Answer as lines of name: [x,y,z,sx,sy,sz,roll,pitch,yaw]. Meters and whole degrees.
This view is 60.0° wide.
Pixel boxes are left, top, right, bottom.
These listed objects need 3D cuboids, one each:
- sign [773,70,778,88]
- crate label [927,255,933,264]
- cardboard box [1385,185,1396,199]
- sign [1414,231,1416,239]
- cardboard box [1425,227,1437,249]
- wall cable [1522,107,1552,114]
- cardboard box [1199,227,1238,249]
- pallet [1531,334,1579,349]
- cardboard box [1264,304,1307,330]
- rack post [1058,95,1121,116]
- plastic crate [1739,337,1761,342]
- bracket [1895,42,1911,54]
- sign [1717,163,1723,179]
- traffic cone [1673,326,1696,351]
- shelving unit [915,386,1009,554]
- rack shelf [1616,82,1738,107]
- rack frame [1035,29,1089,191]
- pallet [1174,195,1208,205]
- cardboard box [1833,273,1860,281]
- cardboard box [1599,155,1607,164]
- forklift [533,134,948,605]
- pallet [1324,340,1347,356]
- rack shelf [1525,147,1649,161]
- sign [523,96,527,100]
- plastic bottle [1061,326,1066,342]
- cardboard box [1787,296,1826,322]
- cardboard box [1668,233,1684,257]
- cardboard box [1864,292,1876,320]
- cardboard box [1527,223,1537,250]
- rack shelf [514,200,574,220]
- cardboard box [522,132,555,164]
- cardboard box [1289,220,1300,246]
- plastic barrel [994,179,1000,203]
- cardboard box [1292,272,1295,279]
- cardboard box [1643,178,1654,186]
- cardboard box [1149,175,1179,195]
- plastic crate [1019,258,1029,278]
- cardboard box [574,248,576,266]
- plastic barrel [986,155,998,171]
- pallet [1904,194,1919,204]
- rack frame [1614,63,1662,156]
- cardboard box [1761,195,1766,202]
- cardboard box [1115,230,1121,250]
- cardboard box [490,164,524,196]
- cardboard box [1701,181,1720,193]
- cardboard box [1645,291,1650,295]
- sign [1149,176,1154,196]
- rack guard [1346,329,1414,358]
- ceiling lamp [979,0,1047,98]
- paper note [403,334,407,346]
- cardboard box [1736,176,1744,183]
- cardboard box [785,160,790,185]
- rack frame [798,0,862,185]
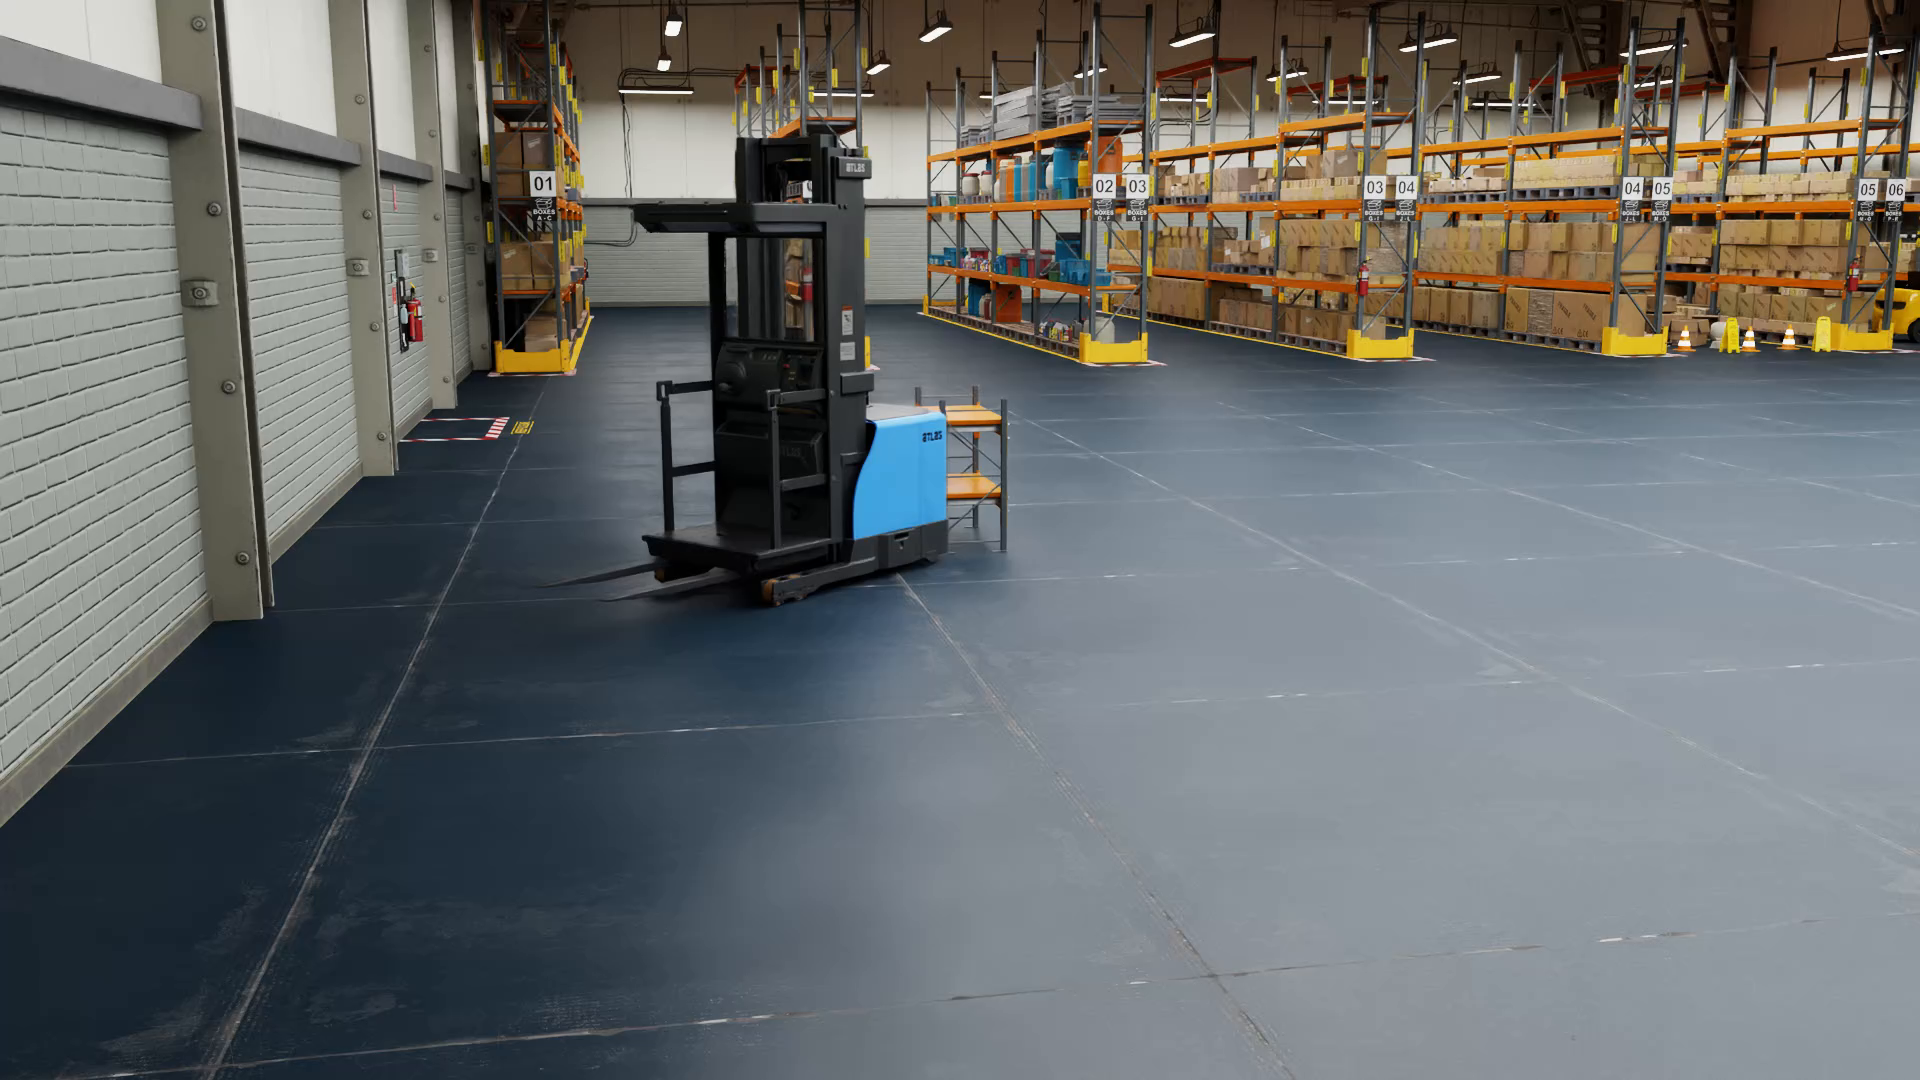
sign: [-3.425,-8.564,30.913,0.100,0.325,0.005,-2,11,-11]
crate label: [-0.645,-7.411,43.899,0.416,0.233,0.303,-2,11,-11]
cardboard box: [7.760,-6.264,29.965,0.500,0.250,0.500,-2,11,-9]
sign: [10.399,-6.904,38.064,0.100,0.325,0.005,-2,11,-11]
cardboard box: [11.007,-6.853,37.740,0.700,0.500,0.500,-2,11,-11]
wall cable: [19.236,-15.004,52.584,2.988,3.039,0.133,-2,11,-11]
cardboard box: [5.918,-6.911,38.032,0.797,0.503,0.637,-2,11,-9]
pallet: [12.019,-3.926,32.758,1.003,0.211,1.213,-2,11,-11]
cardboard box: [6.724,-4.602,34.361,0.700,0.500,0.500,-3,11,-15]
rack post: [2.335,-7.851,30.079,0.937,0.300,0.954,-2,11,-12]
plastic crate: [16.044,-4.109,34.070,0.402,0.080,0.583,-6,13,-31]
bracket: [21.504,-11.196,37.823,0.235,0.232,0.430,-2,11,-11]
sign: [16.000,-7.761,34.991,0.100,0.325,0.005,-2,11,-11]
traffic cone: [13.775,-3.831,31.589,0.336,0.463,0.334,-2,11,-11]
shelving unit: [-0.001,-0.554,12.598,0.538,1.125,1.048,-2,11,-11]
rack shelf: [19.466,-12.102,45.250,1.077,0.370,4.000,-2,11,-11]
rack frame: [1.964,-8.267,32.065,1.000,3.000,0.127,-2,11,-11]
pallet: [5.647,-7.936,38.852,1.003,0.211,1.213,-2,11,-8]
cardboard box: [17.039,-5.065,31.955,0.380,0.149,0.250,-2,11,-9]
cardboard box: [12.040,-7.021,30.689,0.380,0.149,0.250,-2,11,-11]
forklift: [-1.388,-1.129,10.791,1.130,2.935,3.031,8,14,37]
pallet: [7.462,-3.561,30.842,1.003,0.211,1.213,-2,11,-11]
rack shelf: [15.376,-9.358,40.791,1.077,0.370,4.000,-2,11,-11]
sign: [-9.859,-9.895,37.697,0.100,0.325,0.005,-2,11,-11]
plastic bottle: [1.914,-3.810,30.780,0.061,0.283,0.133,-2,11,-10]
cardboard box: [16.805,-4.584,32.984,0.500,0.500,0.500,-2,11,-9]
cardboard box: [16.036,-6.524,36.767,0.500,0.500,0.500,-2,11,-9]
cardboard box: [21.156,-5.320,37.851,0.875,0.625,0.625,-2,11,-12]
cardboard box: [11.966,-6.101,33.438,0.875,0.550,0.550,-2,11,-11]
rack shelf: [-8.143,-6.447,32.448,1.077,0.370,4.000,-2,11,-11]
cardboard box: [-6.813,-6.330,26.912,0.500,0.500,0.500,-3,11,-15]
cardboard box: [6.759,-6.003,32.478,0.500,0.500,0.500,-2,11,-11]
plastic barrel: [0.946,-7.514,35.832,0.421,0.512,0.421,0,11,0]
cardboard box: [6.739,-5.190,32.613,0.380,0.149,0.250,-2,11,-11]
cardboard box: [12.733,-6.609,30.655,0.380,0.149,0.250,-2,11,-11]
cardboard box: [5.055,-8.887,41.686,0.700,0.500,0.500,-3,11,-14]
plastic crate: [1.444,-5.503,33.631,0.392,0.384,0.575,-2,11,-11]
cardboard box: [-8.375,-5.997,35.066,0.500,0.500,0.500,-2,11,-9]
plastic barrel: [0.890,-8.406,38.353,0.600,0.901,0.708,-2,11,-11]
pallet: [21.227,-7.583,37.003,0.805,0.209,1.217,-3,11,-13]
rack frame: [15.765,-9.541,38.760,1.000,3.000,0.127,-2,11,-11]
cardboard box: [16.567,-6.957,33.873,0.380,0.149,0.250,-2,11,-13]
cardboard box: [4.414,-7.953,44.056,0.500,0.500,0.500,-2,11,-12]
cardboard box: [-7.305,-5.826,26.941,0.500,0.500,0.500,-1,11,-7]
cardboard box: [16.288,-7.569,35.696,0.500,0.250,0.500,-2,11,-12]
cardboard box: [19.236,-6.847,46.209,0.500,0.500,0.500,-2,11,-10]
sign: [3.283,-6.084,28.592,0.100,0.325,0.005,-2,11,-11]
rack guard: [7.586,-3.553,30.025,1.175,0.500,0.348,-2,11,-11]
ceiling lamp: [1.579,-13.920,46.151,2.000,3.185,0.800,-2,11,-11]
paper note: [-6.384,-2.301,19.117,0.016,0.148,0.142,-2,11,-11]
cardboard box: [16.364,-7.486,34.524,0.380,0.149,0.250,-2,11,-9]
cardboard box: [-3.056,-6.837,30.806,0.500,0.500,0.500,-1,11,-6]
rack frame: [-2.117,-7.354,27.268,1.000,3.000,0.127,-2,11,-11]
